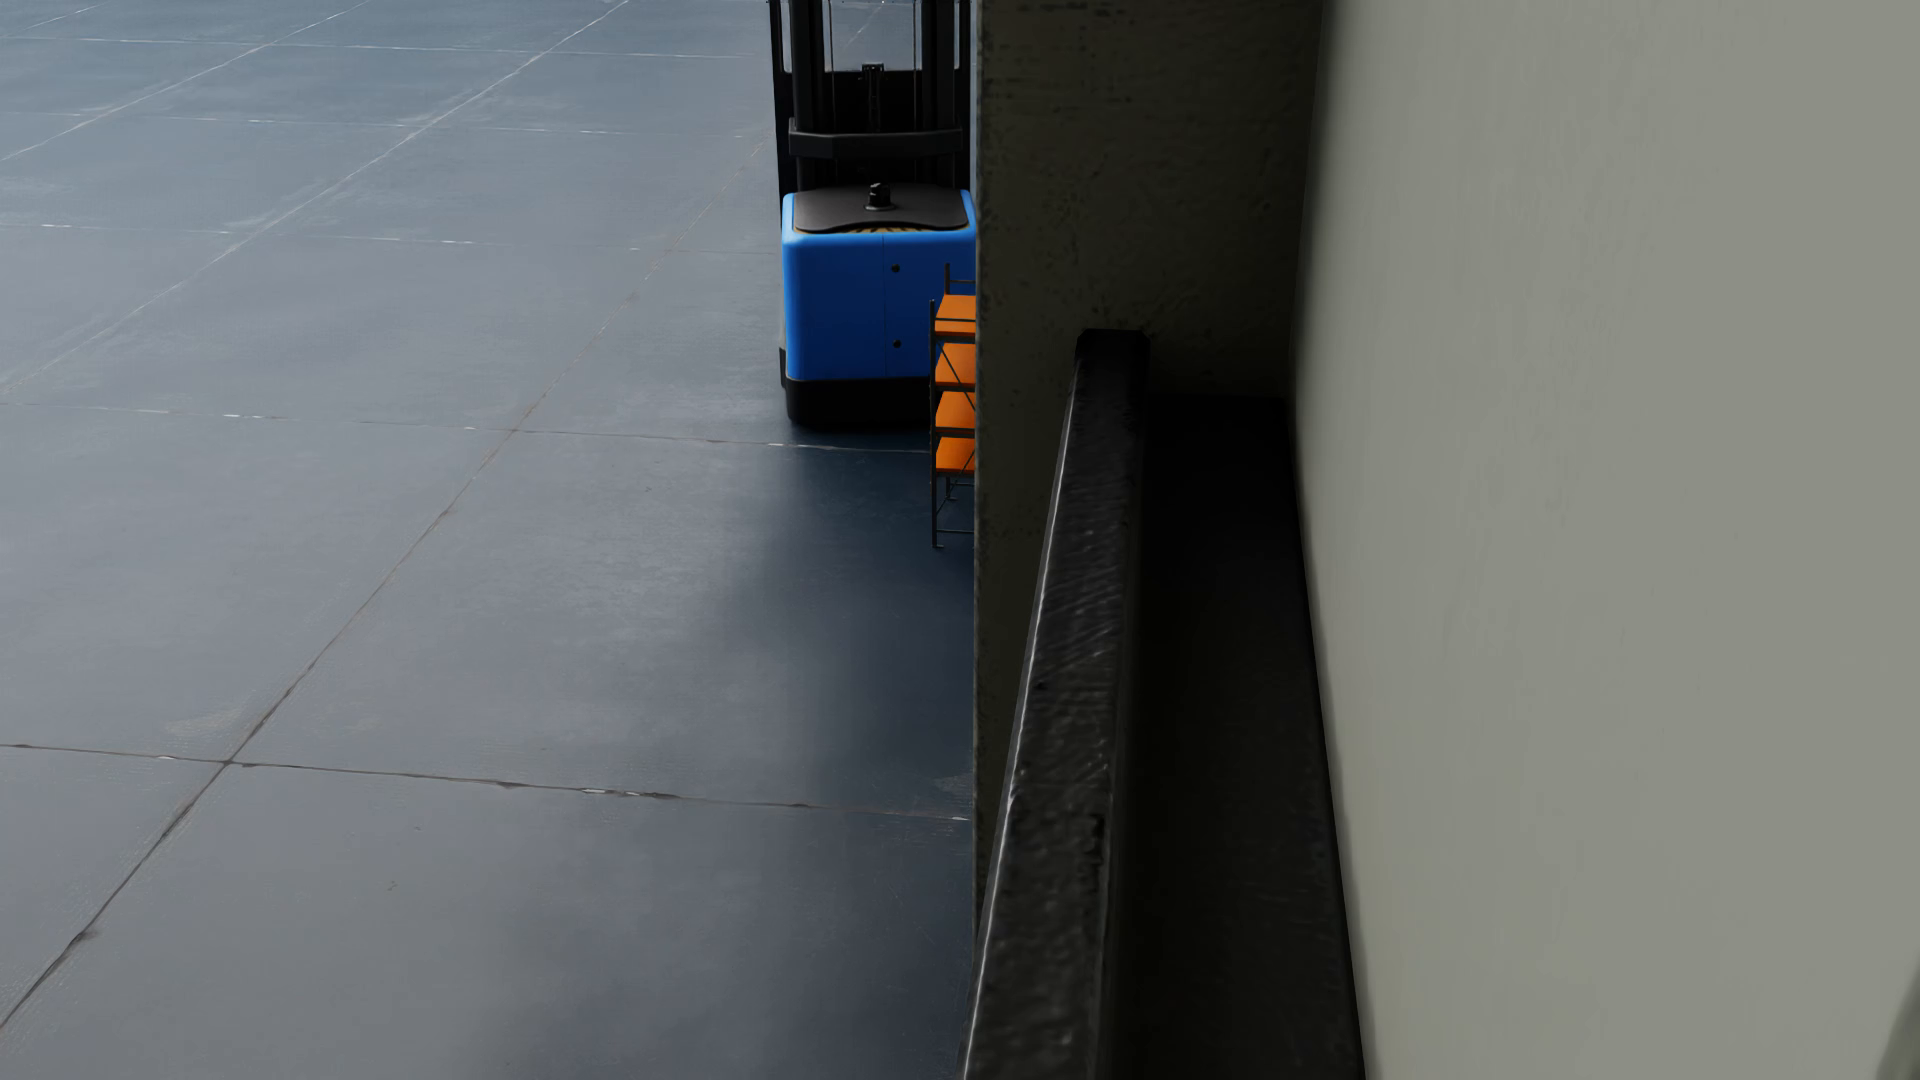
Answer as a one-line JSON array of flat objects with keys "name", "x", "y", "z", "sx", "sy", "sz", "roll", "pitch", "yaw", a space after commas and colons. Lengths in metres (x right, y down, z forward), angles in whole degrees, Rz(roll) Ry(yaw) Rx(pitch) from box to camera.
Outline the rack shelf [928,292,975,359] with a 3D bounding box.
[{"name": "rack shelf", "x": 0.020, "y": -0.952, "z": 7.424, "sx": 0.258, "sy": 0.148, "sz": 0.480, "roll": 3, "pitch": 28, "yaw": 6}]

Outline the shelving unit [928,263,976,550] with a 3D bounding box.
[{"name": "shelving unit", "x": 0.020, "y": -0.606, "z": 7.610, "sx": 0.258, "sy": 1.200, "sz": 0.503, "roll": 3, "pitch": 28, "yaw": 6}]

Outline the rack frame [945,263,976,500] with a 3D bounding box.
[{"name": "rack frame", "x": 0.050, "y": -0.721, "z": 7.823, "sx": 0.240, "sy": 1.200, "sz": 0.015, "roll": 3, "pitch": 28, "yaw": 6}]

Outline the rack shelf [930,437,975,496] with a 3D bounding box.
[{"name": "rack shelf", "x": 0.020, "y": -0.372, "z": 7.736, "sx": 0.258, "sy": 0.148, "sz": 0.480, "roll": 3, "pitch": 28, "yaw": 6}]

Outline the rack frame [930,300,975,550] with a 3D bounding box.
[{"name": "rack frame", "x": -0.010, "y": -0.491, "z": 7.397, "sx": 0.240, "sy": 1.200, "sz": 0.015, "roll": 3, "pitch": 28, "yaw": 6}]

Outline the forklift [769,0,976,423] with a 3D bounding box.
[{"name": "forklift", "x": -0.506, "y": -2.573, "z": 9.435, "sx": 1.130, "sy": 2.935, "sz": 3.031, "roll": -2, "pitch": 28, "yaw": -4}]

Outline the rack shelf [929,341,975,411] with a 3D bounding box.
[{"name": "rack shelf", "x": 0.020, "y": -0.744, "z": 7.536, "sx": 0.258, "sy": 0.148, "sz": 0.480, "roll": 3, "pitch": 28, "yaw": 6}]

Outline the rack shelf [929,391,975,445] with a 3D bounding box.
[{"name": "rack shelf", "x": 0.020, "y": -0.547, "z": 7.642, "sx": 0.258, "sy": 0.148, "sz": 0.480, "roll": 3, "pitch": 28, "yaw": 6}]
